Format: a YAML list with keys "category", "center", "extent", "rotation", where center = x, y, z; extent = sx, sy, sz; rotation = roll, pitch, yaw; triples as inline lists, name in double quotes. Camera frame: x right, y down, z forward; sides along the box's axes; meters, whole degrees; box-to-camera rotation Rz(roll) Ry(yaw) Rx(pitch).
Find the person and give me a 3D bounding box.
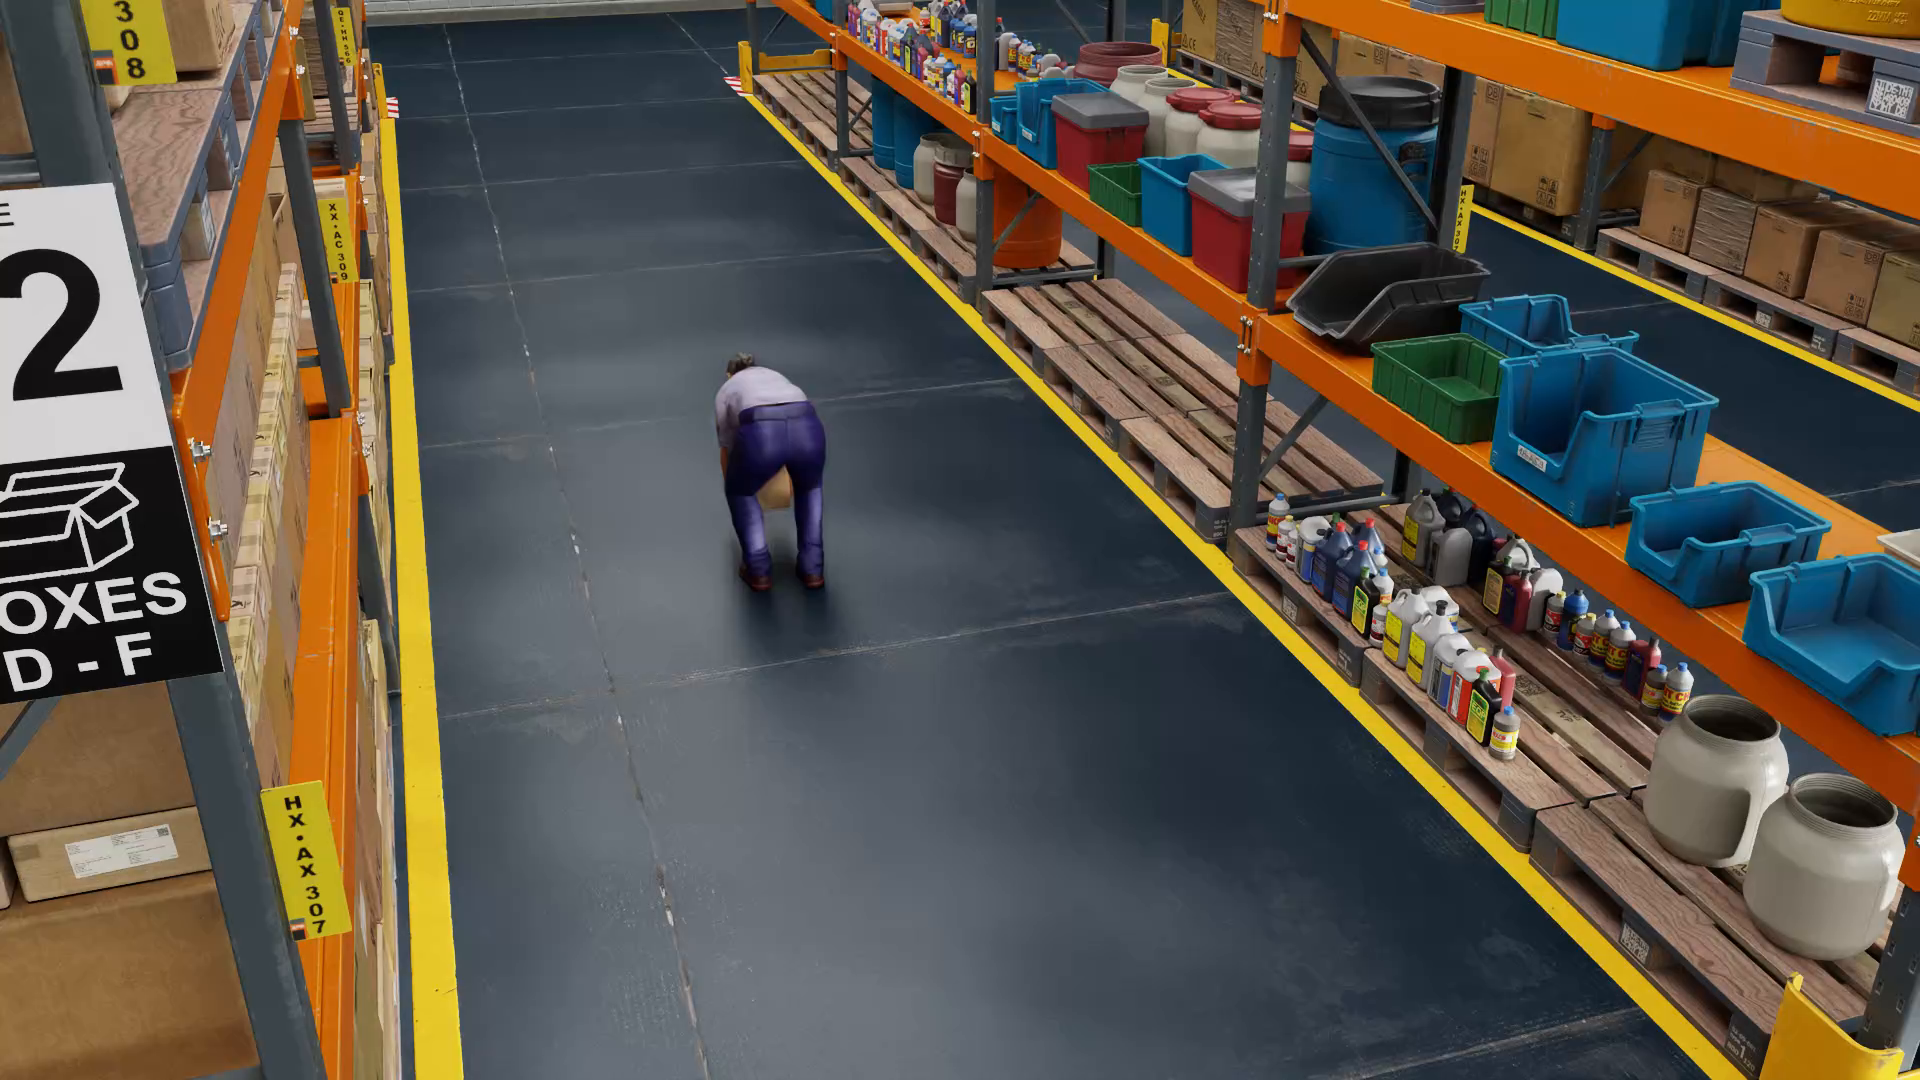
- category: "person"
  center: [-0.923, -0.329, 8.017]
  extent: [0.471, 1.005, 0.910]
  rotation: [-9, 28, -18]
